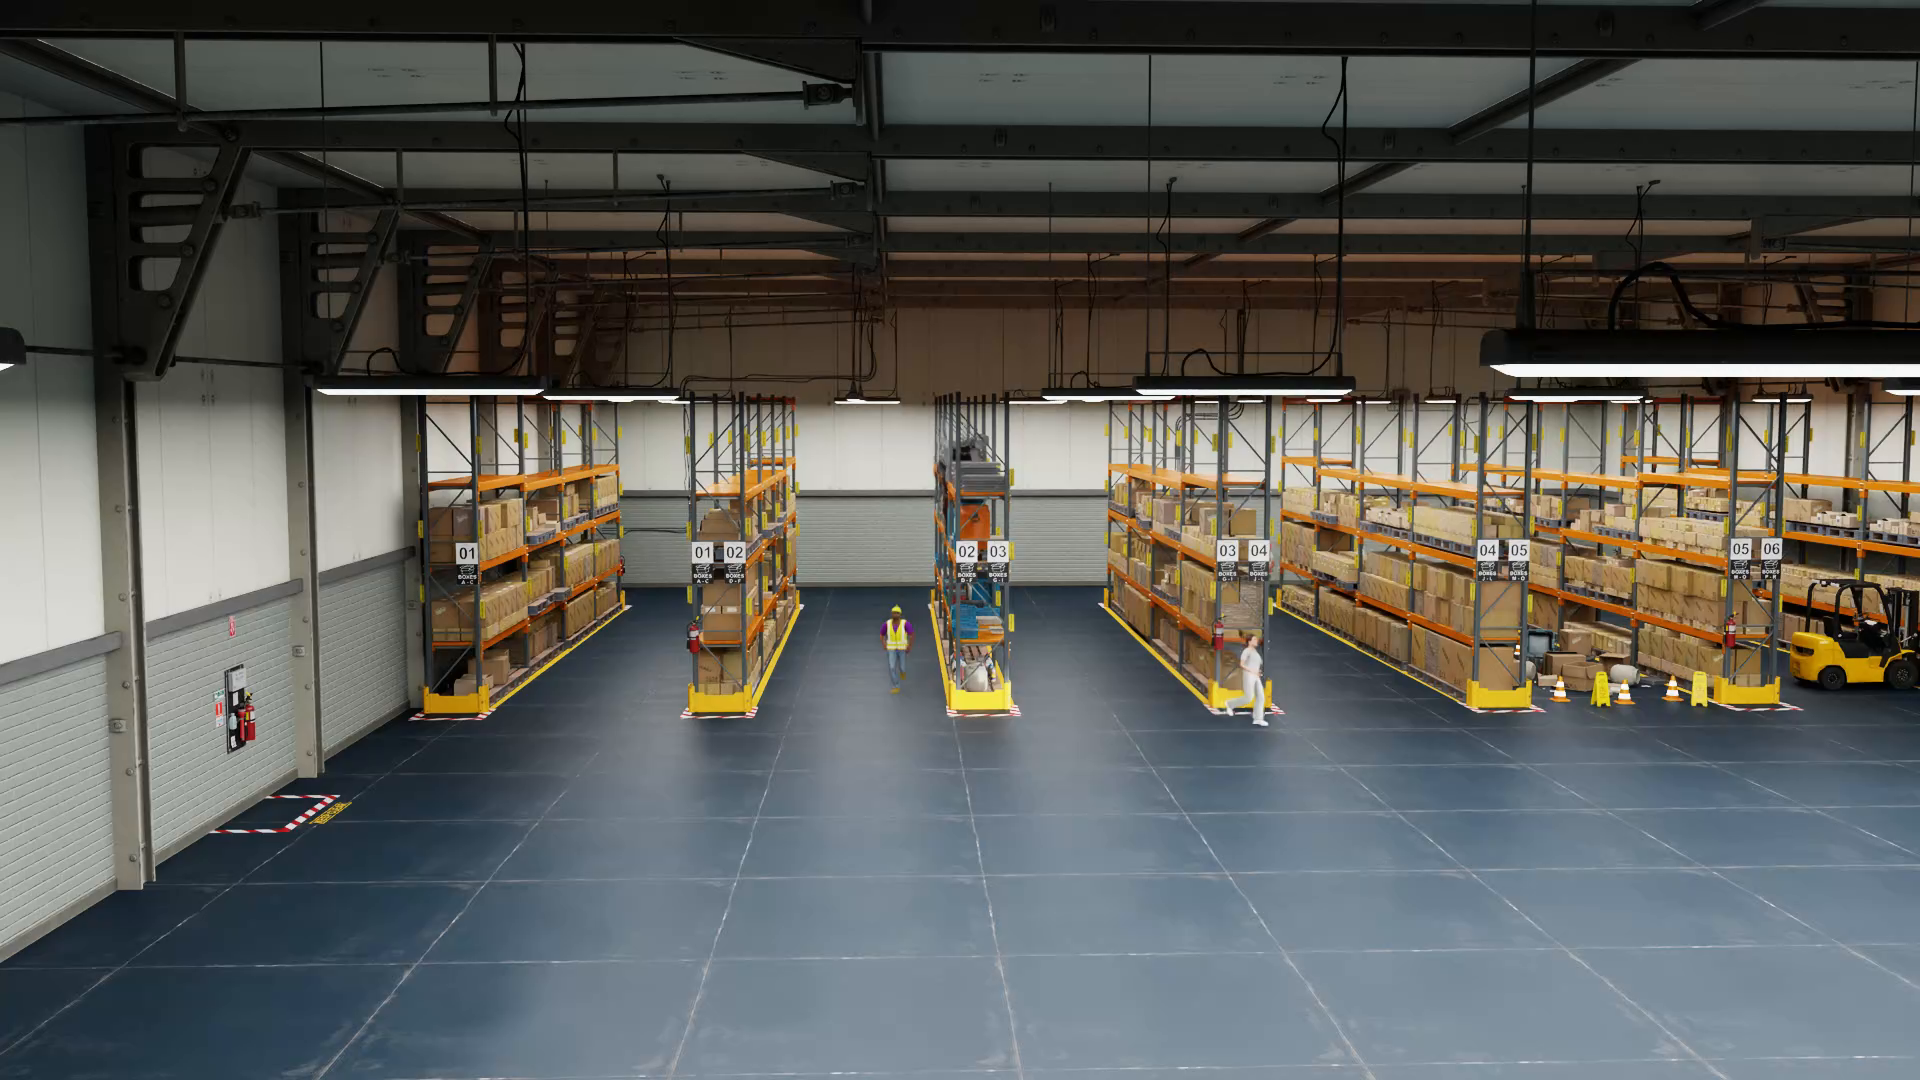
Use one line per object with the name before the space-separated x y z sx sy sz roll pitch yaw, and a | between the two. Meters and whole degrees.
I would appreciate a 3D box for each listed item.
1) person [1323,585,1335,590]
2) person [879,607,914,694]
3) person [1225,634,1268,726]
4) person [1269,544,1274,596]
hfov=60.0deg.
person | 10.938 0.873 49.201 0.992 1.807 0.703 -2 5 -19
person | -1.278 2.196 33.492 0.715 1.721 0.758 0 5 0
person | 5.229 2.500 30.040 0.883 1.639 0.587 3 6 37
person | 8.985 0.940 49.061 0.533 1.723 0.683 1 5 8
